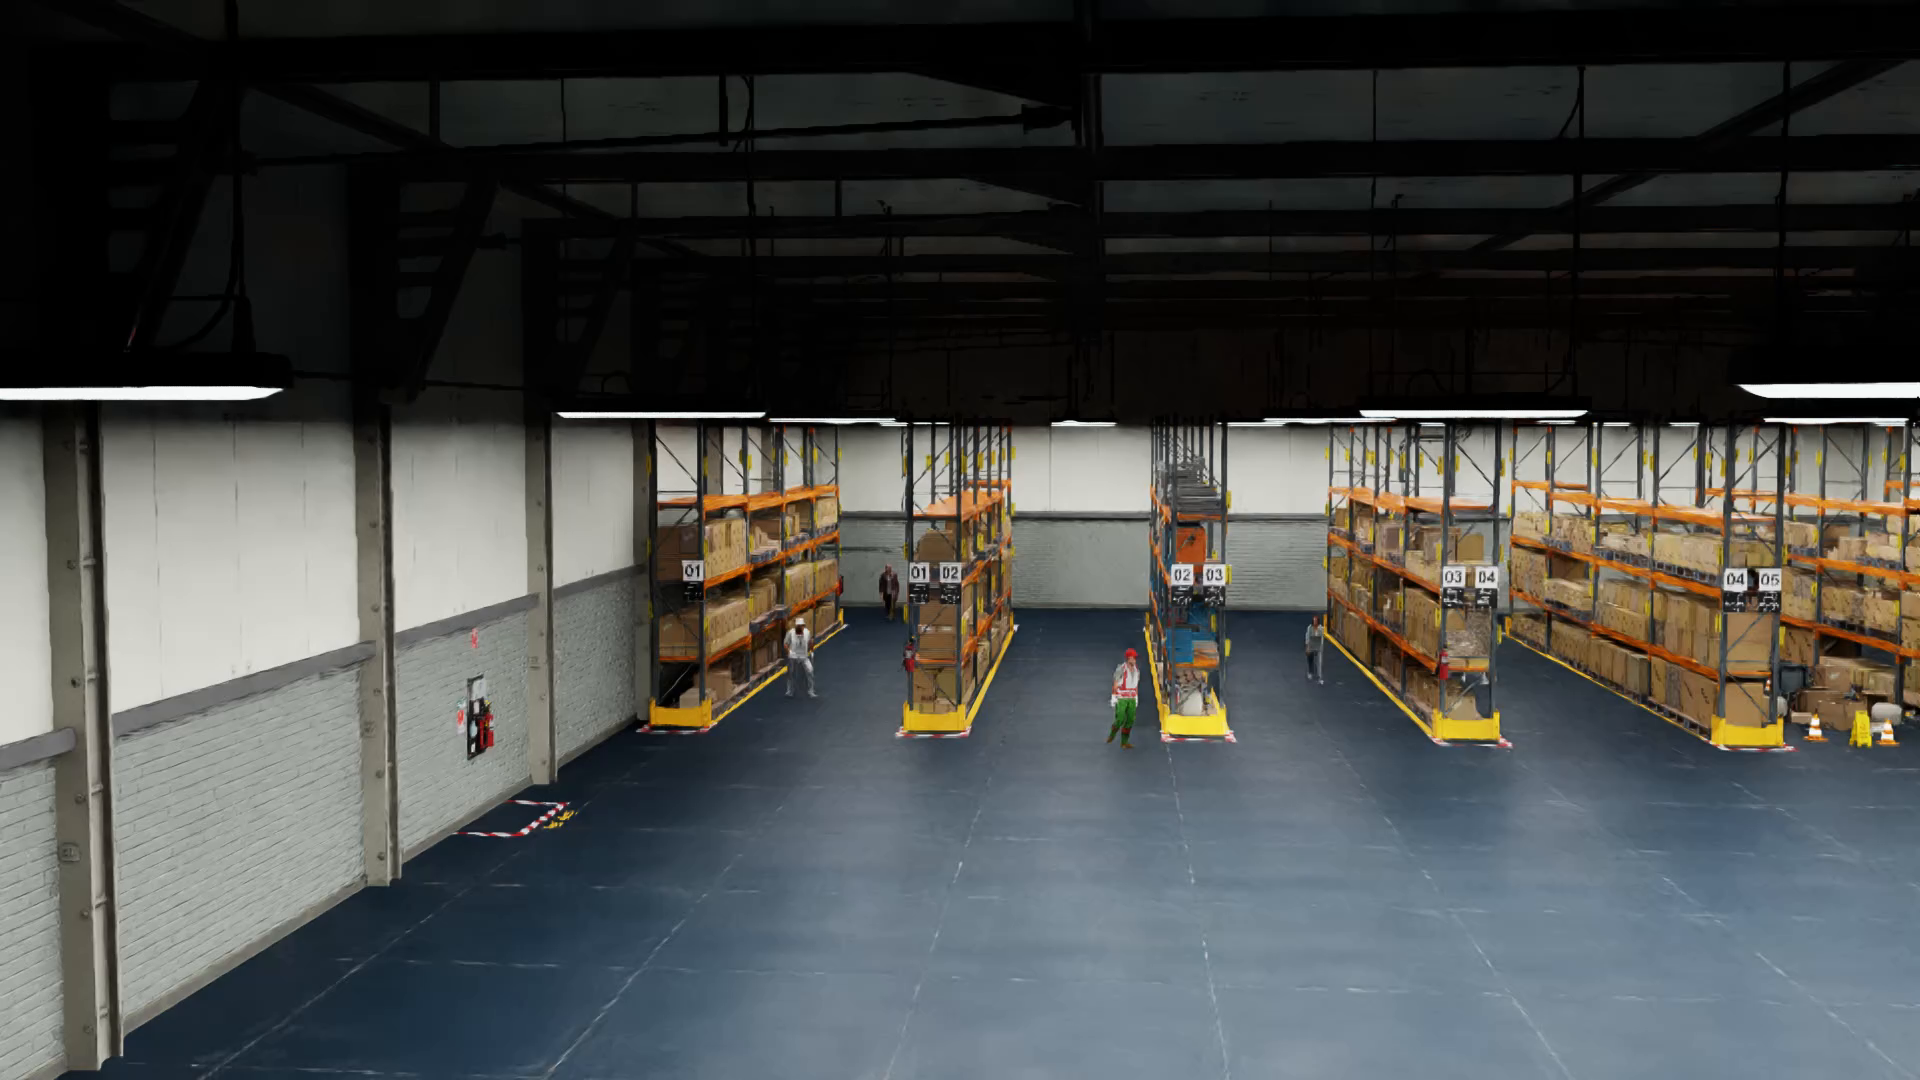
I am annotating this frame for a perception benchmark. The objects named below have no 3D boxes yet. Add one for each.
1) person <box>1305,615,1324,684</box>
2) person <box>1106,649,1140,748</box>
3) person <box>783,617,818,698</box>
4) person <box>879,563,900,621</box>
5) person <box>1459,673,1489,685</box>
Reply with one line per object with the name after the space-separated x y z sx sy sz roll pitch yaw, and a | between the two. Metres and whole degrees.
7.964 2.436 37.366 0.417 1.517 1.037 0 4 7 | person
2.944 2.829 29.852 0.591 1.780 0.573 -2 4 -30 | person
-3.406 2.480 35.295 0.706 1.714 0.828 -1 4 -12 | person
-2.110 1.535 49.368 0.598 1.698 1.192 0 4 7 | person
11.432 2.354 37.073 0.577 1.716 1.104 0 4 -4 | person
